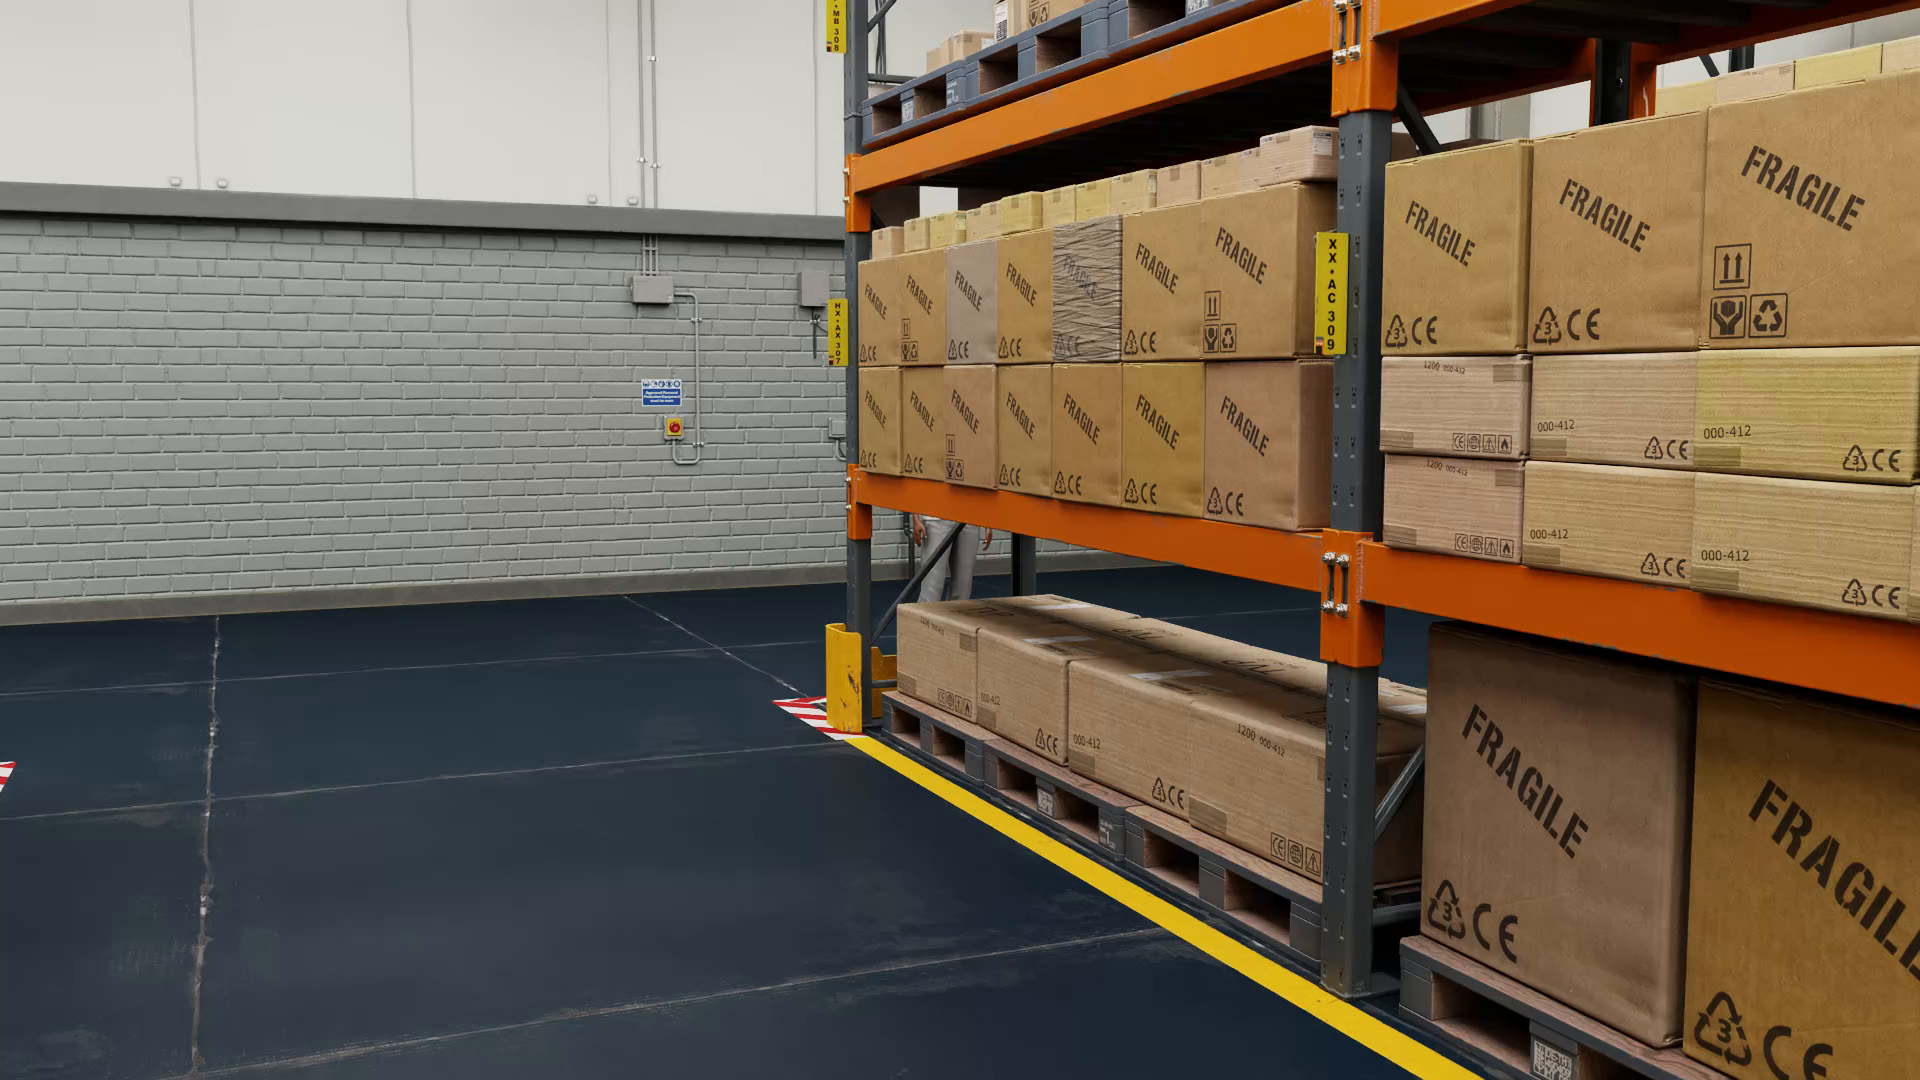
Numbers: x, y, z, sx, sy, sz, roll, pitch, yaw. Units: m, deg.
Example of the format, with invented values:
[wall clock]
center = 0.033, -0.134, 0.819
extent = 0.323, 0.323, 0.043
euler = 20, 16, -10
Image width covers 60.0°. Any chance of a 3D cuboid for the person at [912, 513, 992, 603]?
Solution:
[person]
center = -0.043, -0.092, 10.203
extent = 0.570, 1.693, 0.529
euler = -2, 6, -24
